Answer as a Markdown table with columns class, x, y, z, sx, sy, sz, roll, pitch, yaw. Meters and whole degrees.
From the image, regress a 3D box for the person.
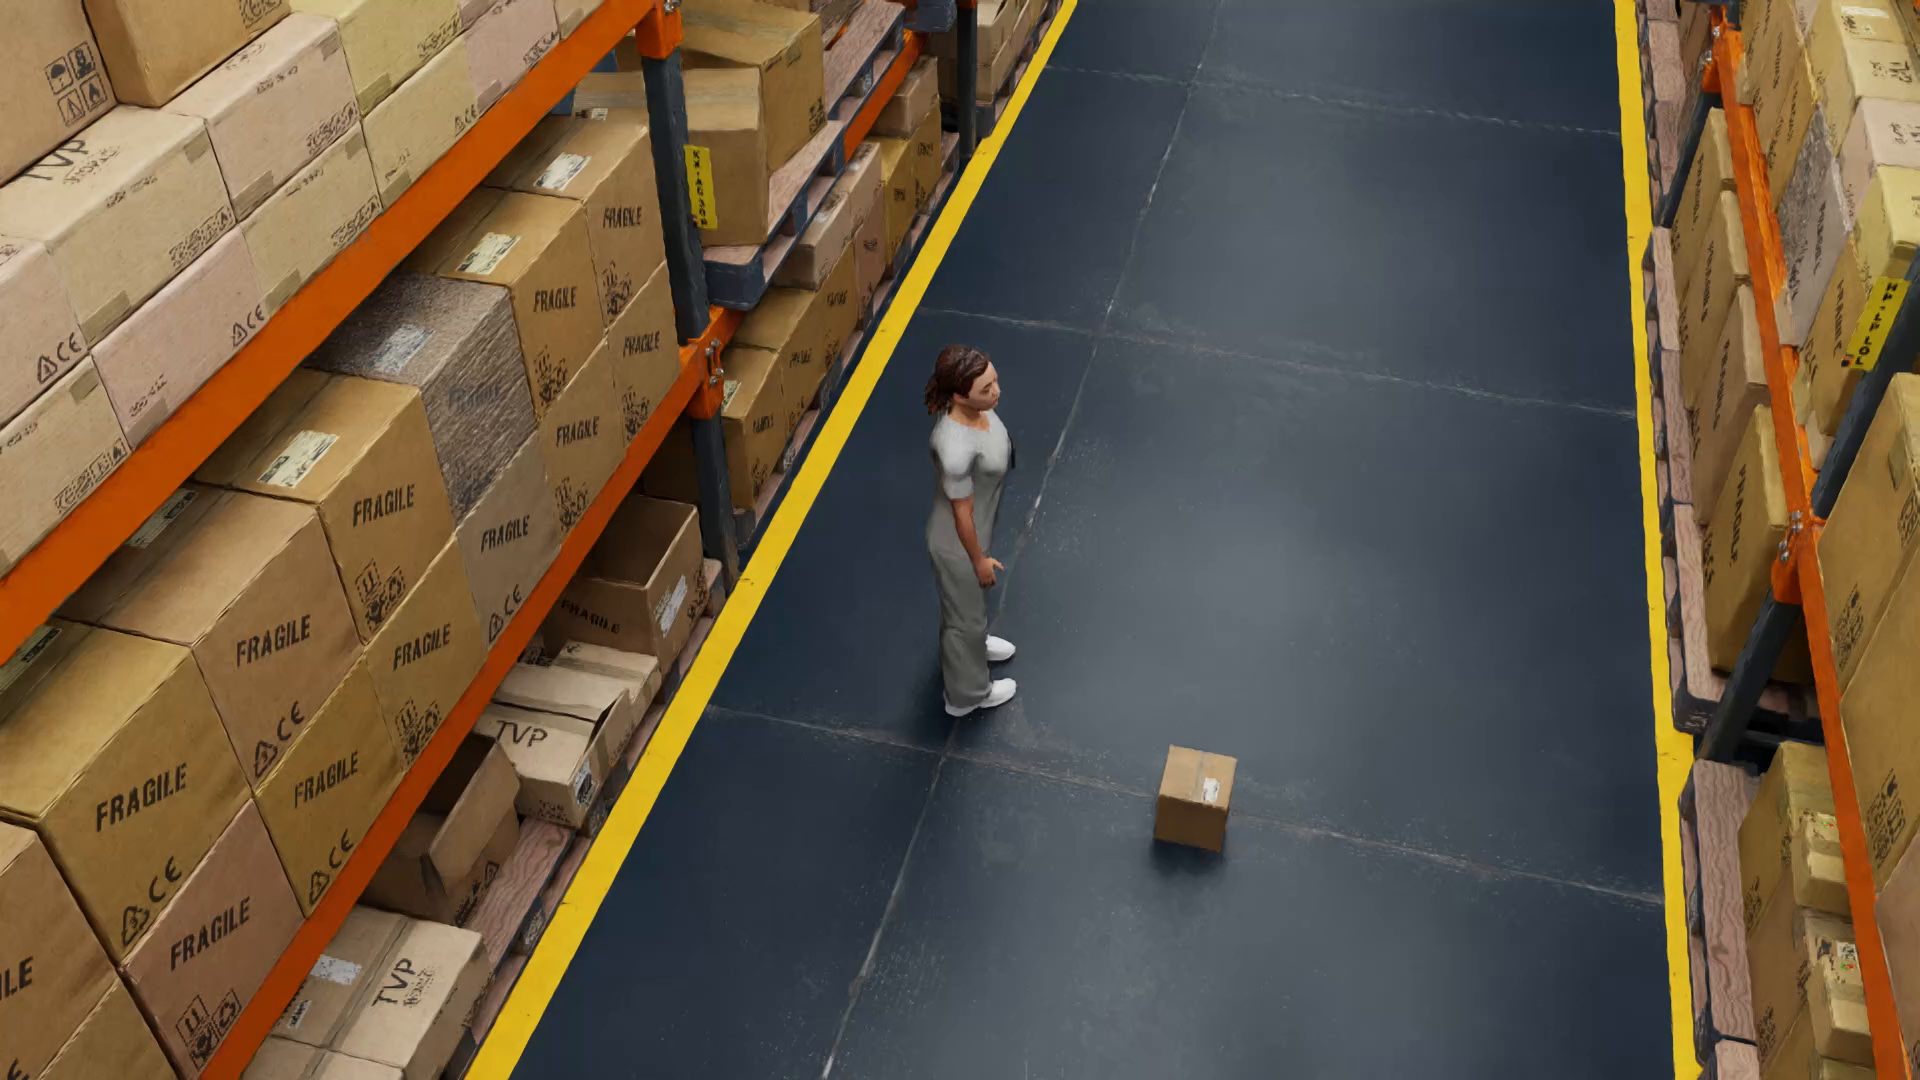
| class | x | y | z | sx | sy | sz | roll | pitch | yaw |
| --- | --- | --- | --- | --- | --- | --- | --- | --- | --- |
| person | 0.055 | -0.044 | 6.193 | 0.354 | 1.669 | 0.478 | 6 | 42 | 7 |
